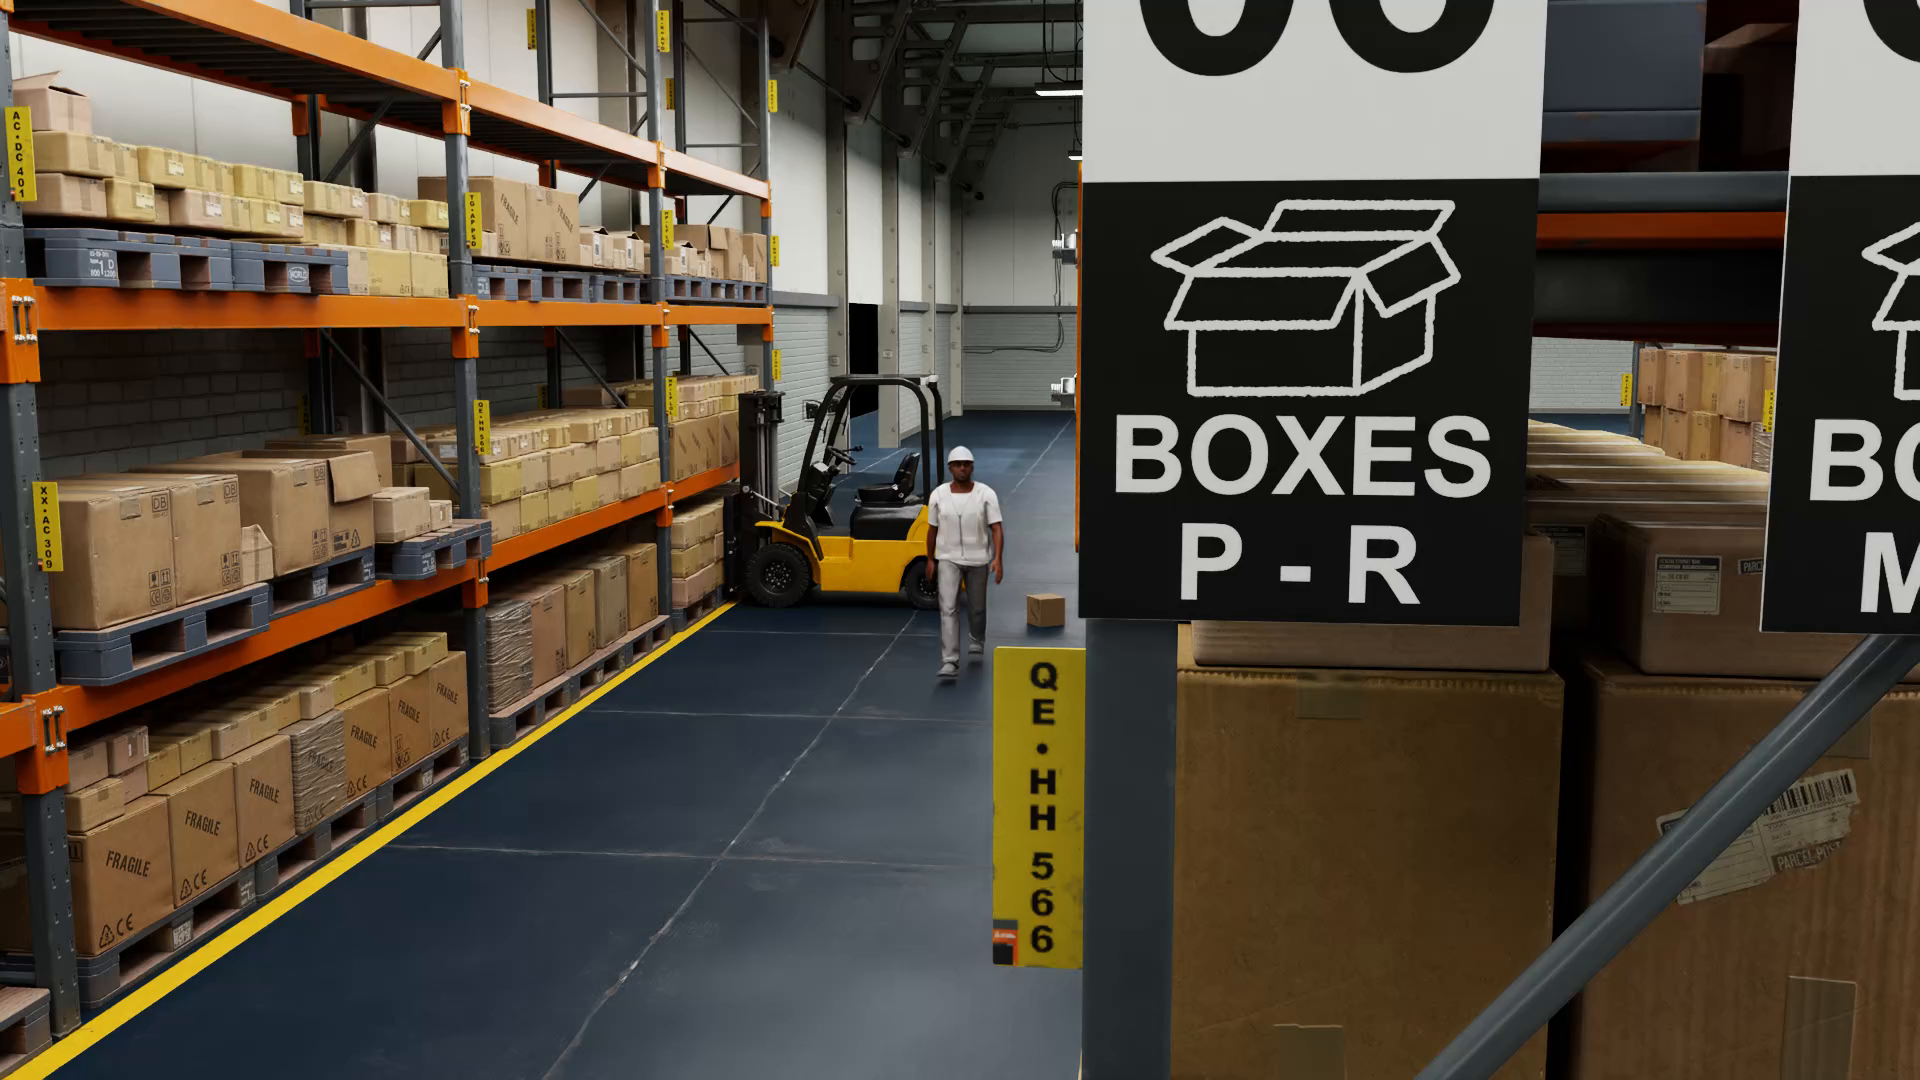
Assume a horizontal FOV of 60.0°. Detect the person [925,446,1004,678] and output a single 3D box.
[{"bbox_3d":[0.029,0.150,12.630,0.604,1.718,1.081,0,8,1],"label":"person"}]
